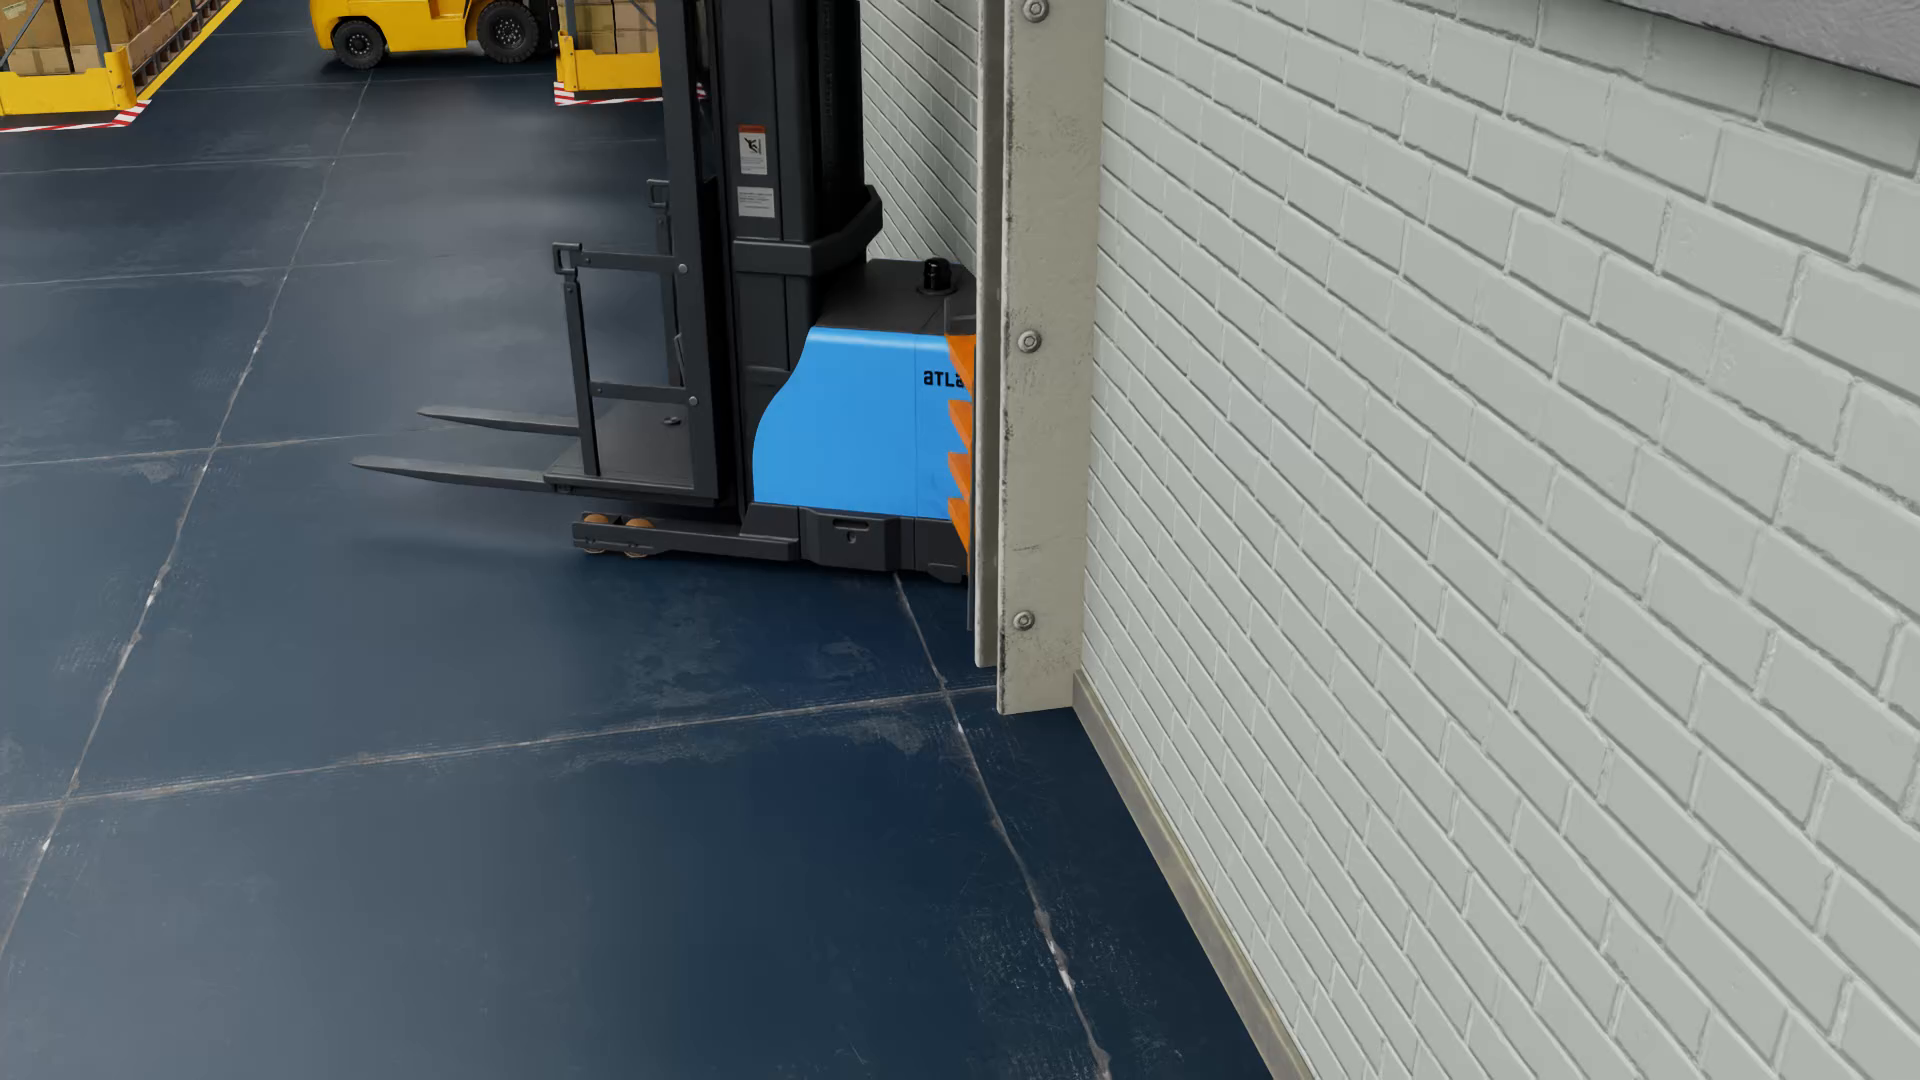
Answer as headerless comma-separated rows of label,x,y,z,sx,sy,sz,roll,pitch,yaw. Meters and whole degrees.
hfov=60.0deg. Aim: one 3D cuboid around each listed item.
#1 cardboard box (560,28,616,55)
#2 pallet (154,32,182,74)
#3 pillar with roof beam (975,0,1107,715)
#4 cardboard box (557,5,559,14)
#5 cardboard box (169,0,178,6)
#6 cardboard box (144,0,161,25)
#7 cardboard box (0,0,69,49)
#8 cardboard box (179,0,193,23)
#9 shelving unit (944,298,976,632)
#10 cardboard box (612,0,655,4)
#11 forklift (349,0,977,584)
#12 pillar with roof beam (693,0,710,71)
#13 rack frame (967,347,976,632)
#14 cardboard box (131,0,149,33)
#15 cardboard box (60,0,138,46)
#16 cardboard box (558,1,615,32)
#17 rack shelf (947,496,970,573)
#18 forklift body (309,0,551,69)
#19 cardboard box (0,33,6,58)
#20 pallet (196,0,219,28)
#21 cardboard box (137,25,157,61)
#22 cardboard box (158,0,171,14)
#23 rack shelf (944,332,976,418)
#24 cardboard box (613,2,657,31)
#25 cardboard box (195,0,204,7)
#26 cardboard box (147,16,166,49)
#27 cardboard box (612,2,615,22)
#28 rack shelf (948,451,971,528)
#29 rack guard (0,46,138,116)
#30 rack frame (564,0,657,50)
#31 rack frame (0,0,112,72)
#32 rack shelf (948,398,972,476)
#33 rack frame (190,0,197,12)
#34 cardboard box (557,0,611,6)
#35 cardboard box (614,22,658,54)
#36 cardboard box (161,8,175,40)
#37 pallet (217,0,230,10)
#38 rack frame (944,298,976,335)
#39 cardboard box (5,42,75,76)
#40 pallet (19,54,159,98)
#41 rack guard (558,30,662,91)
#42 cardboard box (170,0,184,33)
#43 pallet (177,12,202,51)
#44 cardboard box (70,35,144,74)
cardboard box,-3.589,-4.815,16.046,0.500,0.250,0.500,-6,27,-11
pallet,-8.448,-4.859,16.642,1.003,0.211,1.213,-6,27,-12
pillar with roof beam,-3.944,-3.051,3.308,9.100,9.000,0.400,-6,27,-12
cardboard box,-3.829,-5.492,16.832,0.500,0.250,0.500,-7,28,-13
cardboard box,-8.401,-5.770,17.107,0.500,0.500,0.500,-5,27,-11
cardboard box,-8.156,-5.313,16.200,0.500,0.500,0.500,-5,27,-11
cardboard box,-8.445,-4.795,15.175,0.500,0.500,0.500,-6,27,-11
cardboard box,-8.517,-5.659,17.718,0.500,0.250,0.500,-5,27,-9
shelving unit,0.102,-0.294,6.475,0.258,1.200,0.503,-6,30,-12
cardboard box,-3.099,-5.318,15.932,0.500,0.250,0.500,-6,27,-12
forklift,-1.184,-1.456,6.882,3.031,2.935,1.130,6,27,11
pillar with roof beam,-6.649,-8.319,13.745,9.100,9.000,0.400,-6,27,-12
rack frame,0.157,-0.177,6.268,0.240,1.200,0.015,-6,30,-12
cardboard box,-8.051,-5.092,15.762,0.500,0.500,0.500,-7,28,-14
cardboard box,-7.929,-4.863,15.308,0.500,0.500,0.500,-7,28,-13
cardboard box,-3.590,-5.046,15.949,0.500,0.250,0.500,-6,27,-12
rack shelf,0.097,-0.063,6.605,0.258,0.148,0.480,-6,30,-12
forklift body,-5.380,-5.949,16.650,2.313,2.155,1.214,-6,27,-12
cardboard box,-9.996,-5.208,17.011,0.500,0.500,0.500,13,30,24
pallet,-9.089,-6.028,18.959,1.003,0.211,1.213,-6,27,-12
cardboard box,-8.031,-4.742,15.902,0.500,0.250,0.500,-5,27,-10
cardboard box,-8.285,-5.547,16.663,0.500,0.500,0.500,-5,27,-9
rack shelf,0.109,-0.637,6.283,0.258,0.148,0.480,-6,30,-12
cardboard box,-3.079,-5.092,16.039,0.500,0.250,0.500,-5,27,-11
cardboard box,-9.033,-6.176,18.607,0.950,0.372,0.625,-6,27,-11
cardboard box,-8.166,-4.981,16.374,0.500,0.250,0.500,-4,27,-8
cardboard box,-3.203,-5.311,16.474,0.500,0.250,0.500,-6,27,-12
rack shelf,0.101,-0.236,6.508,0.258,0.148,0.480,-6,30,-12
rack guard,-8.028,-4.093,14.804,1.175,0.500,0.348,-6,27,-12
rack frame,-3.176,-5.681,15.176,1.000,3.000,0.127,-6,27,-12
rack frame,-8.011,-5.175,14.175,1.000,3.000,0.127,-6,27,-12
rack shelf,0.105,-0.431,6.398,0.258,0.148,0.480,-6,30,-12
rack frame,-8.912,-6.931,17.654,1.000,3.000,0.127,-6,27,-12
cardboard box,-3.583,-5.258,15.814,0.500,0.250,0.500,-5,27,-10
cardboard box,-3.096,-4.876,16.168,0.500,0.250,0.500,-6,27,-11
cardboard box,-8.277,-5.203,16.814,0.500,0.250,0.500,-6,27,-11
pallet,-9.367,-6.565,20.022,1.003,0.211,1.213,-6,27,-12
rack frame,0.047,-0.412,6.682,0.240,1.200,0.015,-6,30,-12
cardboard box,-8.460,-4.473,15.369,0.500,0.250,0.500,-6,27,-12
pallet,-8.176,-4.324,15.583,1.003,0.211,1.213,-6,27,-12
rack guard,-3.170,-4.555,15.719,1.175,0.500,0.348,-6,27,-12
cardboard box,-8.387,-5.426,17.257,0.500,0.250,0.500,-7,28,-13
pallet,-8.726,-5.395,17.705,1.003,0.211,1.213,-6,27,-12
cardboard box,-7.923,-4.517,15.457,0.500,0.250,0.500,-6,27,-12
